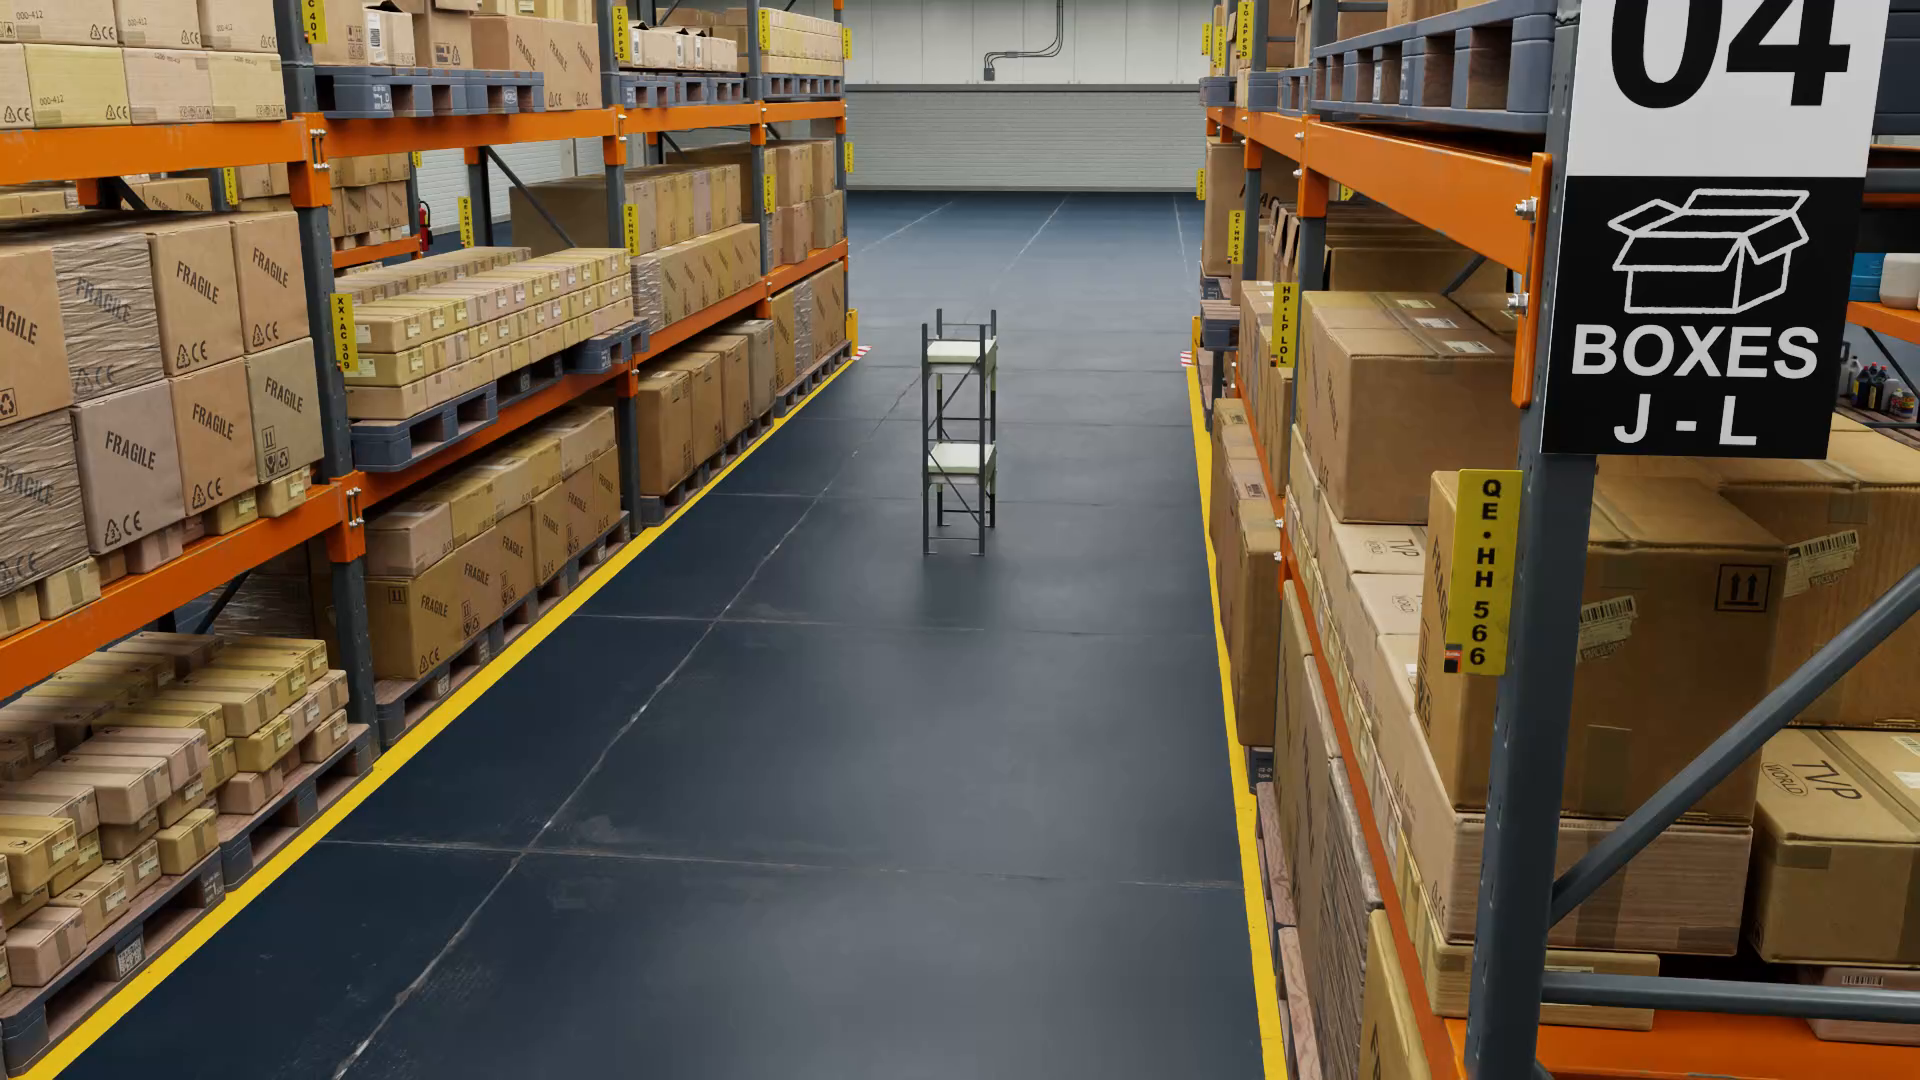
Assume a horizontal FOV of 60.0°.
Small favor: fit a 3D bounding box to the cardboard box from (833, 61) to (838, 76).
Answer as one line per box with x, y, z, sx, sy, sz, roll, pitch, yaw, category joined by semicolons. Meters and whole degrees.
-1.499;-4.993;17.621;0.380;0.149;0.250;2;15;7;cardboard box

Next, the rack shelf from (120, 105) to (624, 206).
-2.897;-2.084;8.756;1.077;0.370;4.000;2;15;6;rack shelf

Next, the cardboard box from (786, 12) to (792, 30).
-1.757;-4.785;15.321;0.380;0.149;0.250;1;15;5;cardboard box

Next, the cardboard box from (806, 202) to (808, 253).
-2.013;-3.129;16.698;0.875;0.550;0.500;2;15;6;cardboard box

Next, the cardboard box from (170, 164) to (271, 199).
-6.885;-3.442;15.466;0.700;0.500;0.500;2;15;6;cardboard box

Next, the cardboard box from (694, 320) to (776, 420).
-2.201;-1.493;14.442;1.050;0.750;0.750;2;15;6;cardboard box

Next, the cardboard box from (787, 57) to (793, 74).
-1.756;-4.399;15.422;0.380;0.149;0.250;1;15;5;cardboard box

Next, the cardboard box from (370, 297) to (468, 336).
-2.565;-1.061;7.877;0.380;0.149;0.250;2;15;7;cardboard box

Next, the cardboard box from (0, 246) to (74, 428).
-3.074;-0.608;4.988;0.500;0.500;0.500;1;15;4;cardboard box

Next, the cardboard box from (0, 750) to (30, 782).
-3.503;0.846;5.803;0.380;0.149;0.250;1;15;4;cardboard box

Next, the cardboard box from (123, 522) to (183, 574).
-2.987;0.012;5.851;0.380;0.149;0.250;1;15;4;cardboard box

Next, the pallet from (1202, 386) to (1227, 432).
2.737;-1.197;15.183;1.003;0.211;1.213;2;15;6;pallet

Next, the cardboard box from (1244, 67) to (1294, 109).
2.055;-2.836;10.445;0.500;0.250;0.500;2;15;6;cardboard box

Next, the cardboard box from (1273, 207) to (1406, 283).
2.070;-1.504;8.866;0.797;0.503;0.637;2;15;8;cardboard box

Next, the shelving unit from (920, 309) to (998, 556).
0.001;-0.726;10.973;0.431;1.500;0.755;2;15;6;shelving unit

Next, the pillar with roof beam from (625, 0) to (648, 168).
-4.943;-14.238;46.578;9.100;9.000;0.400;2;15;6;pillar with roof beam

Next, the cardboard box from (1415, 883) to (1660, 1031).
1.056;0.764;3.071;0.380;0.149;0.250;2;15;7;cardboard box

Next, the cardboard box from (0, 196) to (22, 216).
-7.269;-2.262;12.214;0.500;0.500;0.500;2;15;9;cardboard box

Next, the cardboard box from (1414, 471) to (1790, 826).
1.136;0.178;3.040;0.500;0.500;0.500;2;15;7;cardboard box

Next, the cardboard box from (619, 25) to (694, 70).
-2.257;-3.603;12.167;0.500;0.311;0.500;1;15;5;cardboard box

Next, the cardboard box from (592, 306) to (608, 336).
-2.329;-1.311;9.942;0.380;0.149;0.250;2;15;7;cardboard box

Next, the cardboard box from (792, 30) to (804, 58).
-1.775;-4.690;15.736;0.500;0.250;0.500;2;15;6;cardboard box

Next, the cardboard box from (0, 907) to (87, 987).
-3.041;1.291;5.300;0.380;0.149;0.250;1;15;4;cardboard box

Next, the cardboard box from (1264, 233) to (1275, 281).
2.266;-1.722;10.789;0.500;0.500;0.500;0;15;-1;cardboard box

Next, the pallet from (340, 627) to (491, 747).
-3.037;0.679;8.246;1.003;0.211;1.213;2;15;6;pallet

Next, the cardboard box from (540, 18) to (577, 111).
-2.527;-2.713;9.511;0.500;0.500;0.500;2;15;6;cardboard box

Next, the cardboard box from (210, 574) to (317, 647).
-3.290;0.340;8.144;0.500;0.500;0.500;1;15;5;cardboard box

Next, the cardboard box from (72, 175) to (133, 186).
-7.050;-2.990;13.664;0.380;0.149;0.250;1;15;4;cardboard box

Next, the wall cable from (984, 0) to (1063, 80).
1.857;-16.448;48.235;2.305;6.003;0.169;2;15;6;wall cable

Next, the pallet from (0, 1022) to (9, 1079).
-3.439;1.689;4.510;1.003;0.211;1.213;2;15;6;pallet

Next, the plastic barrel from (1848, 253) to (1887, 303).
7.273;-2.372;13.228;0.600;0.901;0.708;2;15;6;plastic barrel

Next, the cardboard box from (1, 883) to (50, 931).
-3.172;1.132;5.316;0.380;0.149;0.250;2;15;9;cardboard box

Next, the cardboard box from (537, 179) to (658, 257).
-2.555;-2.281;11.743;0.700;0.500;0.500;1;15;5;cardboard box

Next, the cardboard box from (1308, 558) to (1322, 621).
1.315;0.167;5.280;0.380;0.149;0.250;1;15;5;cardboard box

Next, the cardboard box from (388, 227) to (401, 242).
-6.447;-3.403;18.483;0.380;0.149;0.250;2;15;6;cardboard box

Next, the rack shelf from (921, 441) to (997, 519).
0.001;-0.411;11.058;0.431;0.370;0.720;2;15;6;rack shelf

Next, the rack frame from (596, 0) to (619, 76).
-2.672;-4.398;10.188;1.000;3.000;0.127;2;15;6;rack frame

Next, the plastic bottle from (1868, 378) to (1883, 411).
7.993;-1.280;14.511;0.061;0.283;0.133;2;15;6;plastic bottle

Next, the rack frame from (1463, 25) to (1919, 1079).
1.343;0.745;2.661;1.000;3.000;0.127;2;15;6;rack frame

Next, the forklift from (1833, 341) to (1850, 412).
5.584;-1.523;11.181;3.031;2.935;1.130;6;16;21;forklift

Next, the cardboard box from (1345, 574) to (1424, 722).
1.249;0.277;4.110;0.500;0.250;0.500;1;15;4;cardboard box

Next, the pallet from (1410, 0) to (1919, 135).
1.416;-0.853;2.994;1.003;0.211;1.213;2;15;6;pallet

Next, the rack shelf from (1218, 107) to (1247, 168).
2.471;-2.949;11.955;1.077;0.370;4.000;2;15;6;rack shelf

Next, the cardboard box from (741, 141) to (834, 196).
-1.820;-3.930;17.595;0.875;0.550;0.550;2;15;6;cardboard box

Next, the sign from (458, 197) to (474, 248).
-3.224;-2.077;10.878;0.100;0.325;0.005;2;15;6;sign

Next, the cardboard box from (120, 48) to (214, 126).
-2.978;-1.576;5.785;0.500;0.250;0.500;2;15;6;cardboard box

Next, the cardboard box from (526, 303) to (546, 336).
-2.447;-1.184;8.902;0.380;0.149;0.250;1;15;5;cardboard box

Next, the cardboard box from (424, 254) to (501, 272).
-2.976;-1.624;9.957;0.380;0.149;0.250;2;15;6;cardboard box

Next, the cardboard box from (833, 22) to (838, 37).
-1.499;-5.378;17.515;0.380;0.149;0.250;2;15;7;cardboard box

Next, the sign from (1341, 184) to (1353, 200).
3.248;-2.911;13.963;0.100;0.325;0.005;2;15;6;sign

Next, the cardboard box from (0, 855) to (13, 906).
-3.124;1.058;5.020;0.380;0.149;0.250;2;15;8;cardboard box

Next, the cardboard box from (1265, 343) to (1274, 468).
1.638;-0.598;7.437;0.500;0.500;0.500;2;15;8;cardboard box

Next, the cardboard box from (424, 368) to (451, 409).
-2.596;-0.707;7.707;0.380;0.149;0.250;2;15;7;cardboard box

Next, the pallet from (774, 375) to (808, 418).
-2.057;-1.389;15.893;1.003;0.211;1.213;2;15;6;pallet

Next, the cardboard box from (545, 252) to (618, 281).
-2.302;-1.665;10.111;0.380;0.149;0.250;2;15;6;cardboard box

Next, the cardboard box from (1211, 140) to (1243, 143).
2.646;-3.556;15.889;0.500;0.500;0.500;2;15;6;cardboard box

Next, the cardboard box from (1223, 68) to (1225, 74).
2.509;-4.163;14.587;0.380;0.149;0.250;1;15;3;cardboard box
